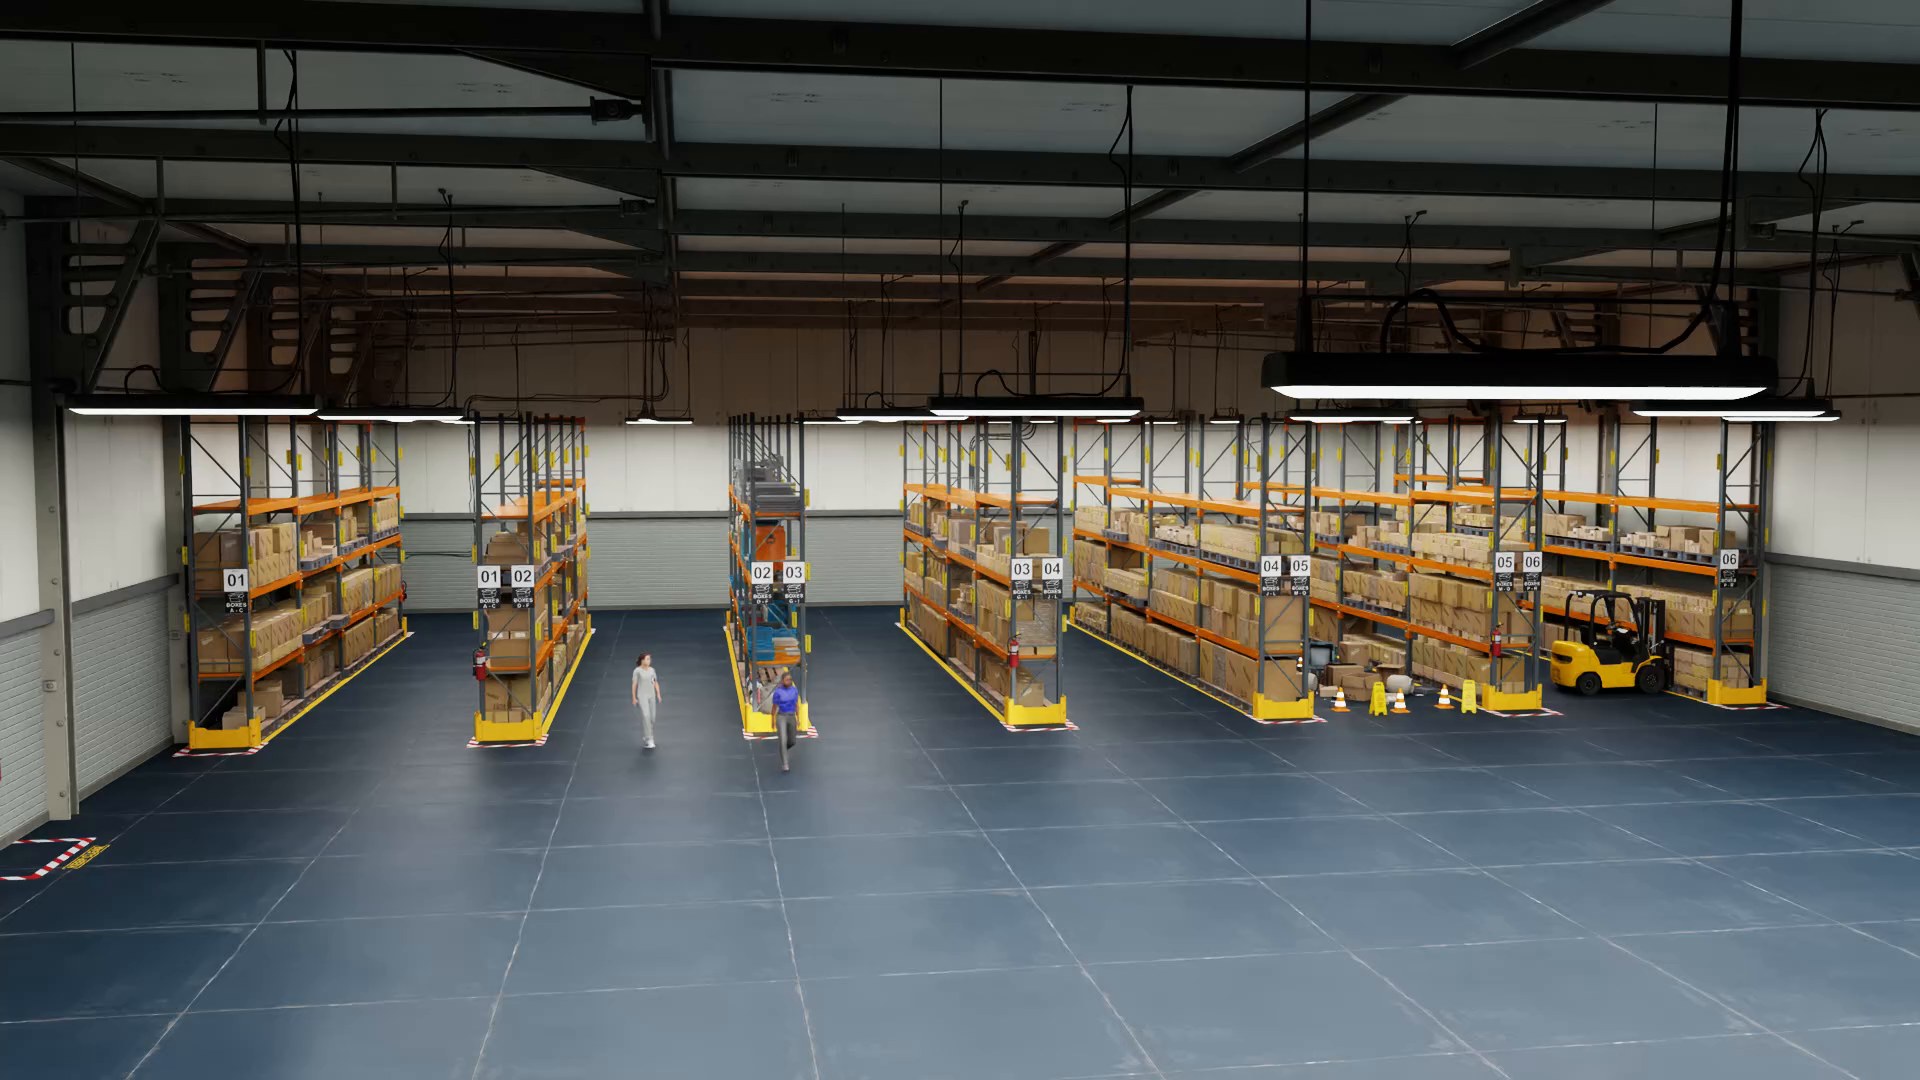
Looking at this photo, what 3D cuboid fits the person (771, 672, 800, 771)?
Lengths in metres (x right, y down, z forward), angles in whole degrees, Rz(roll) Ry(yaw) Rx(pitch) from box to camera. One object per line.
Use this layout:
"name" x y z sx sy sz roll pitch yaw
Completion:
"person" -2.935 3.009 27.937 0.479 1.612 0.927 -2 4 -28

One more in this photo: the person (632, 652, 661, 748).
"person" -5.580 2.868 29.931 0.470 1.663 0.759 -3 5 -41

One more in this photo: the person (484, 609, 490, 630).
"person" -11.950 2.006 42.716 0.610 1.636 0.736 0 4 1
